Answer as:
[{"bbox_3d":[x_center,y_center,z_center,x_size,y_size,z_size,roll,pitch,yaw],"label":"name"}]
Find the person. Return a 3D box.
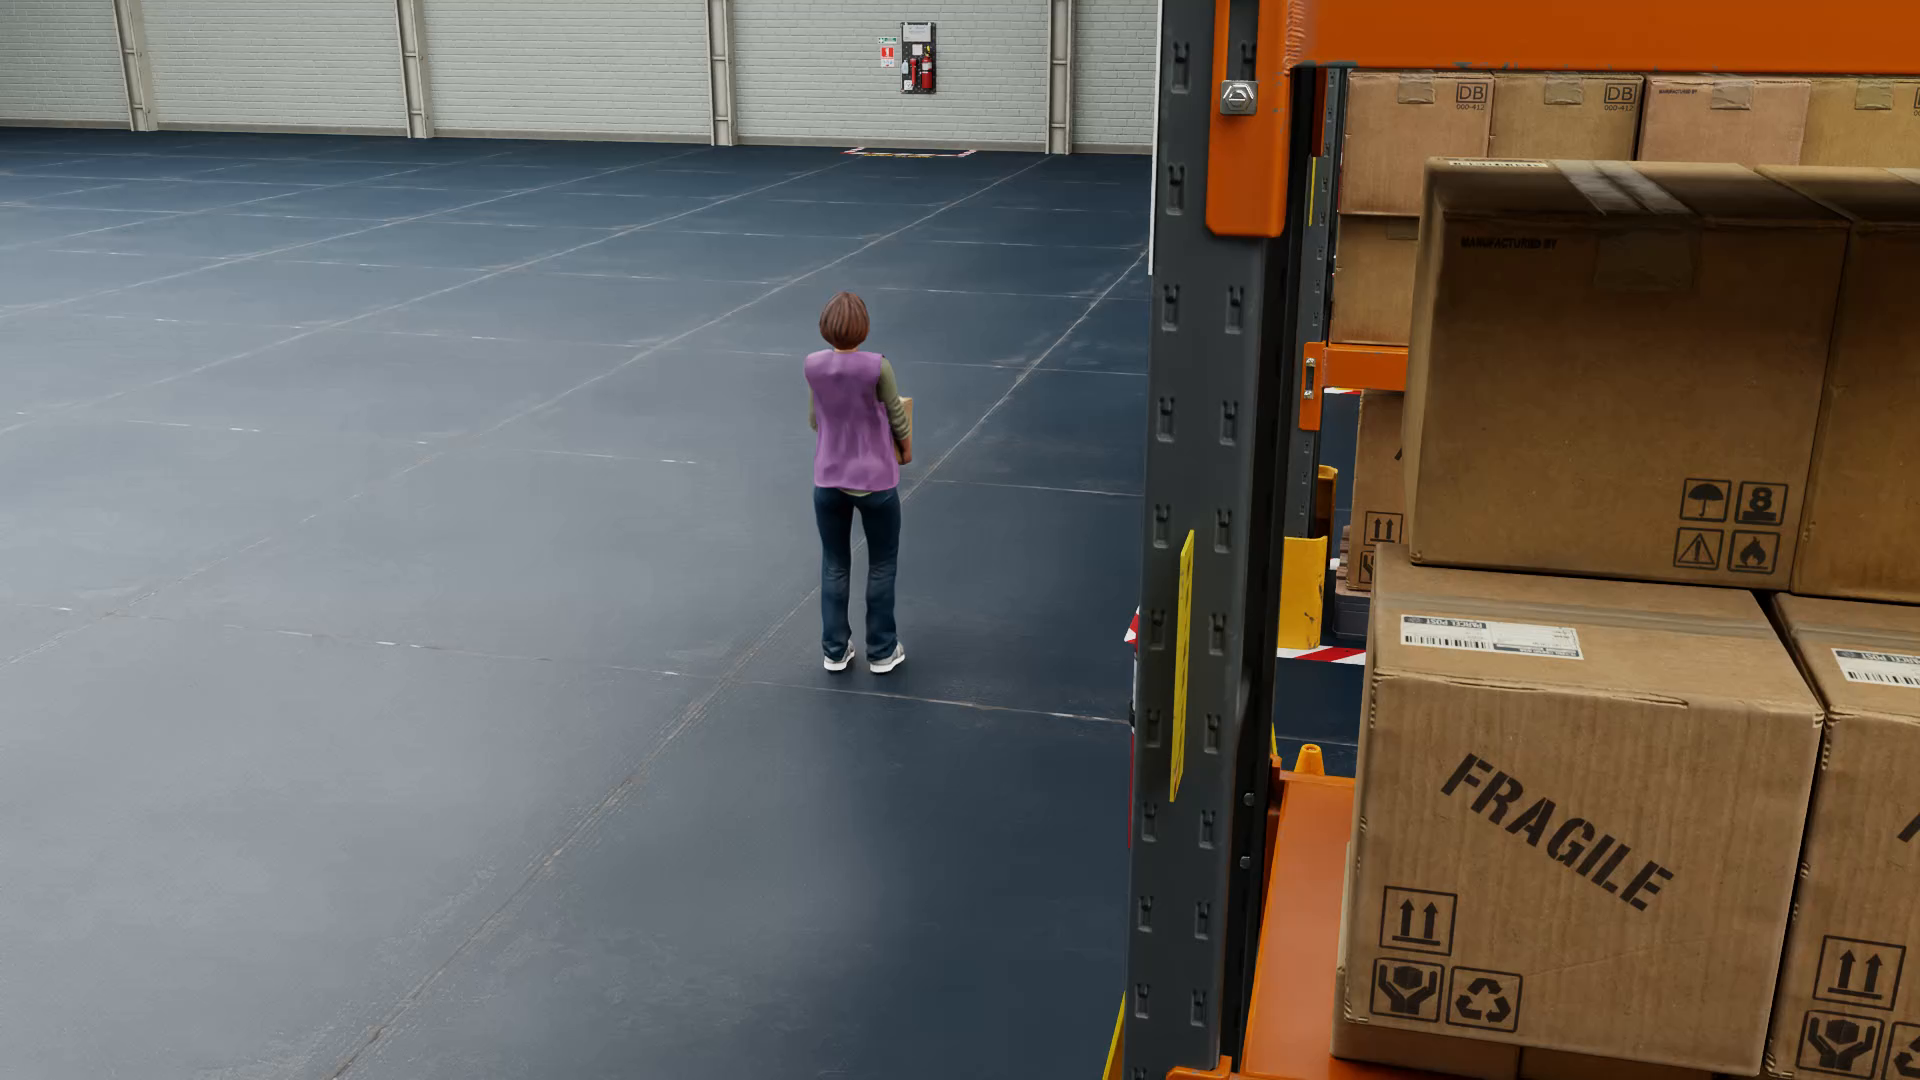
[{"bbox_3d":[-0.423,-0.142,6.754,0.419,1.303,0.323,5,19,13],"label":"person"}]
